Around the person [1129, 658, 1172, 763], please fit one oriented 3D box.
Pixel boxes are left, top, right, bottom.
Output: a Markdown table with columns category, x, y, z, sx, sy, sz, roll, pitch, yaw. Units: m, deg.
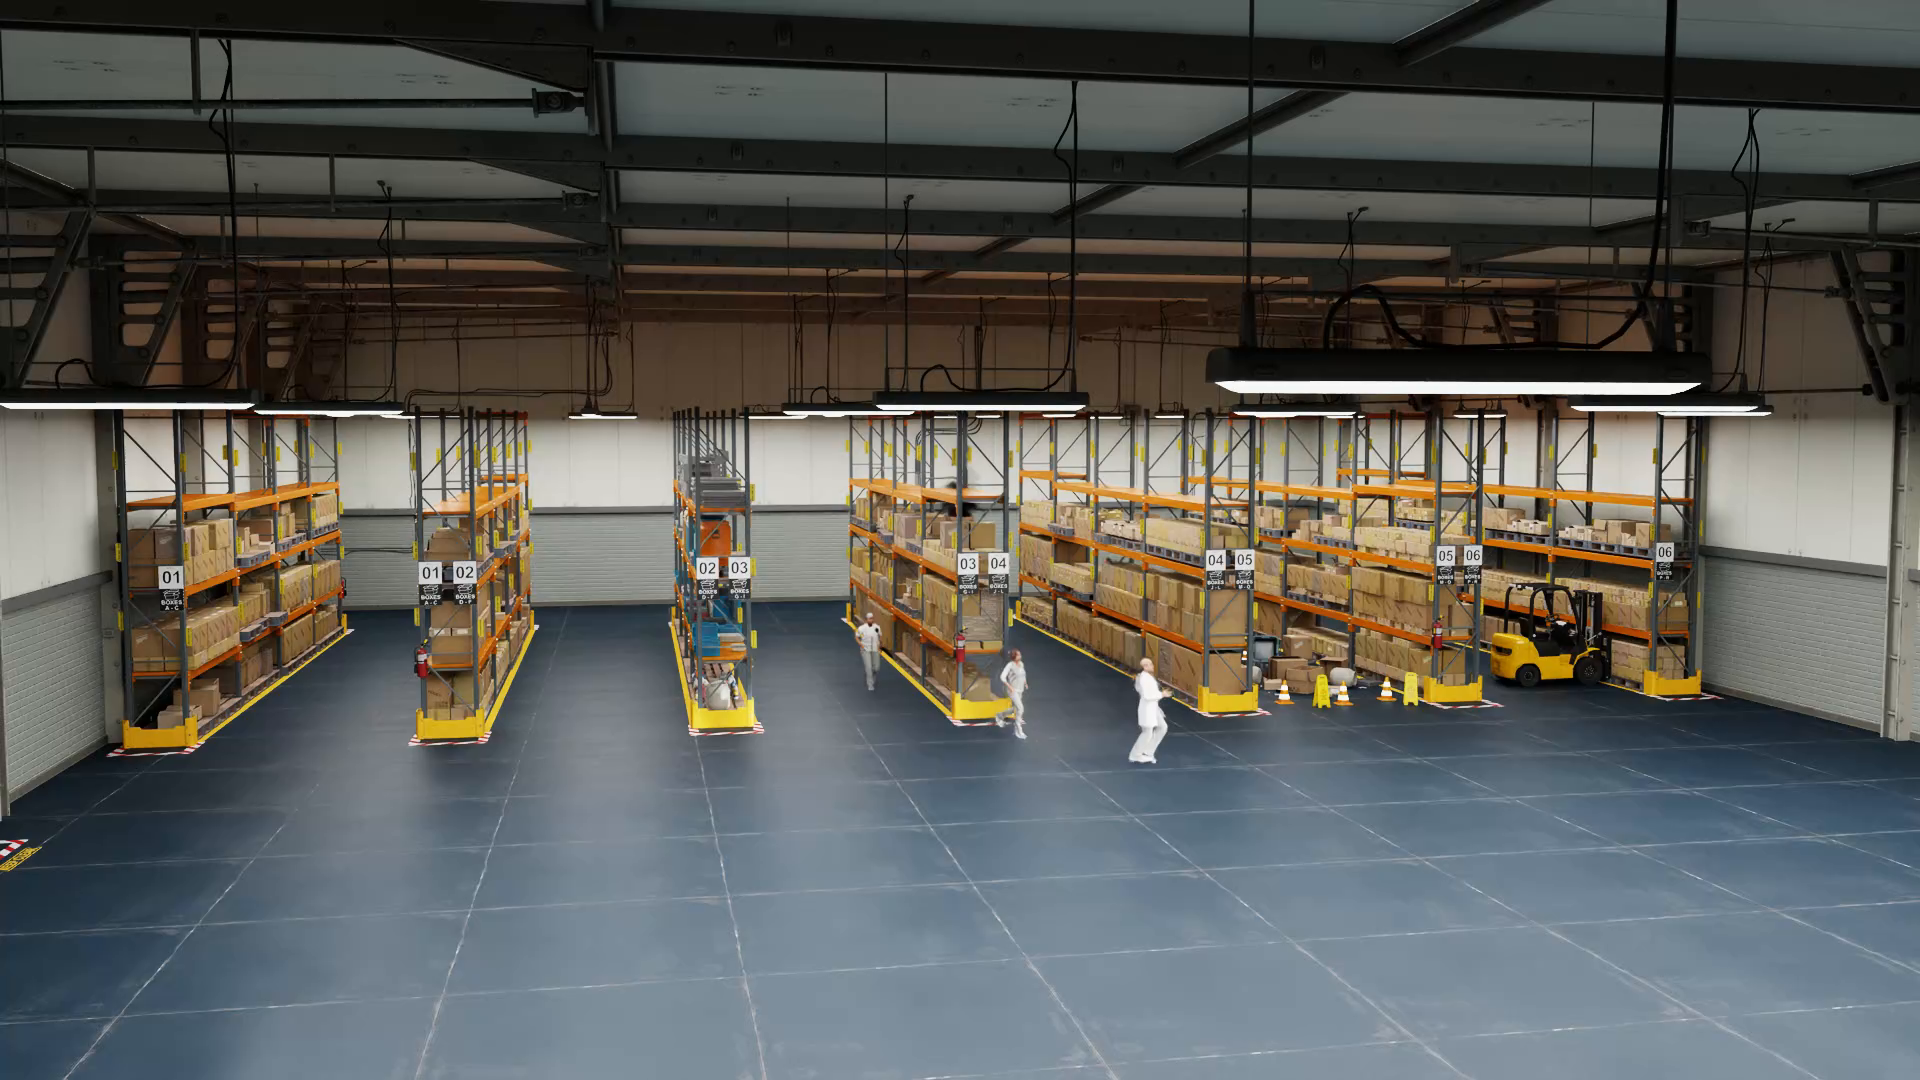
| category | x | y | z | sx | sy | sz | roll | pitch | yaw |
| --- | --- | --- | --- | --- | --- | --- | --- | --- | --- |
| person | 3.192 | 2.872 | 27.793 | 0.728 | 1.800 | 0.688 | 1 | 4 | 16 |

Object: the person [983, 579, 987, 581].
| category | x | y | z | sx | sy | sz | roll | pitch | yaw |
| --- | --- | --- | --- | --- | --- | --- | --- | --- | --- |
| person | 0.402 | 1.438 | 48.397 | 0.755 | 1.678 | 0.559 | 1 | 4 | 17 |

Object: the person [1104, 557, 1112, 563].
| category | x | y | z | sx | sy | sz | roll | pitch | yaw |
| --- | --- | --- | --- | --- | --- | --- | --- | --- | --- |
| person | 4.677 | 1.350 | 50.522 | 1.011 | 1.636 | 0.607 | -1 | 4 | -9 |

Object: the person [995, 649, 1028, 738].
| category | x | y | z | sx | sy | sz | roll | pitch | yaw |
| --- | --- | --- | --- | --- | --- | --- | --- | --- | --- |
| person | 0.934 | 2.777 | 30.308 | 0.733 | 1.610 | 0.537 | 3 | 5 | 38 |

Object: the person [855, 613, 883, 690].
| category | x | y | z | sx | sy | sz | roll | pitch | yaw |
| --- | --- | --- | --- | --- | --- | --- | --- | --- | --- |
| person | -1.947 | 2.373 | 35.636 | 0.614 | 1.638 | 0.598 | -1 | 4 | -17 |
